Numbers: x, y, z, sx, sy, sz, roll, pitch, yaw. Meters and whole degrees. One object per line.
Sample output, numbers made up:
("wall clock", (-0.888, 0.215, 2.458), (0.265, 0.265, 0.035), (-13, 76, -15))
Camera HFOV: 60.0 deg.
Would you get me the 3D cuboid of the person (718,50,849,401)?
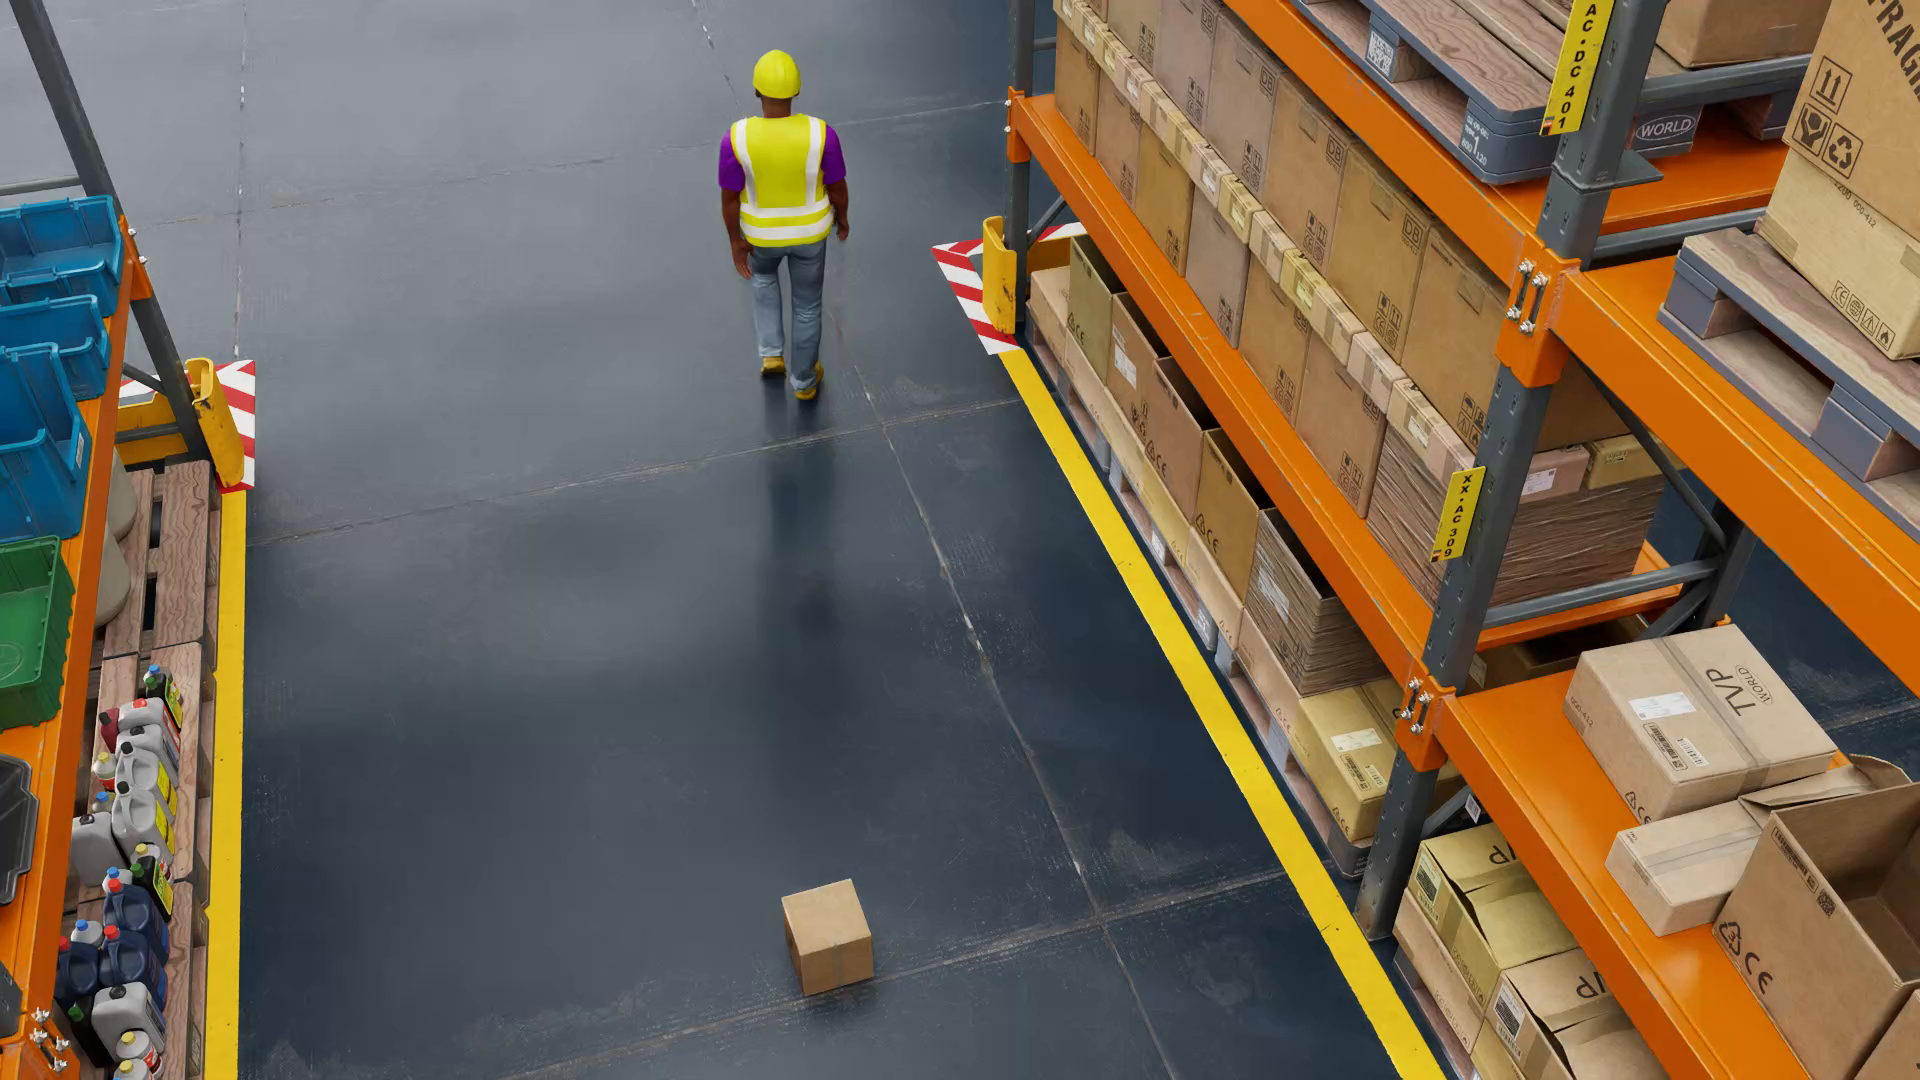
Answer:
("person", (-0.798, -1.458, 7.756), (0.569, 1.803, 0.478), (-1, 42, -1))
